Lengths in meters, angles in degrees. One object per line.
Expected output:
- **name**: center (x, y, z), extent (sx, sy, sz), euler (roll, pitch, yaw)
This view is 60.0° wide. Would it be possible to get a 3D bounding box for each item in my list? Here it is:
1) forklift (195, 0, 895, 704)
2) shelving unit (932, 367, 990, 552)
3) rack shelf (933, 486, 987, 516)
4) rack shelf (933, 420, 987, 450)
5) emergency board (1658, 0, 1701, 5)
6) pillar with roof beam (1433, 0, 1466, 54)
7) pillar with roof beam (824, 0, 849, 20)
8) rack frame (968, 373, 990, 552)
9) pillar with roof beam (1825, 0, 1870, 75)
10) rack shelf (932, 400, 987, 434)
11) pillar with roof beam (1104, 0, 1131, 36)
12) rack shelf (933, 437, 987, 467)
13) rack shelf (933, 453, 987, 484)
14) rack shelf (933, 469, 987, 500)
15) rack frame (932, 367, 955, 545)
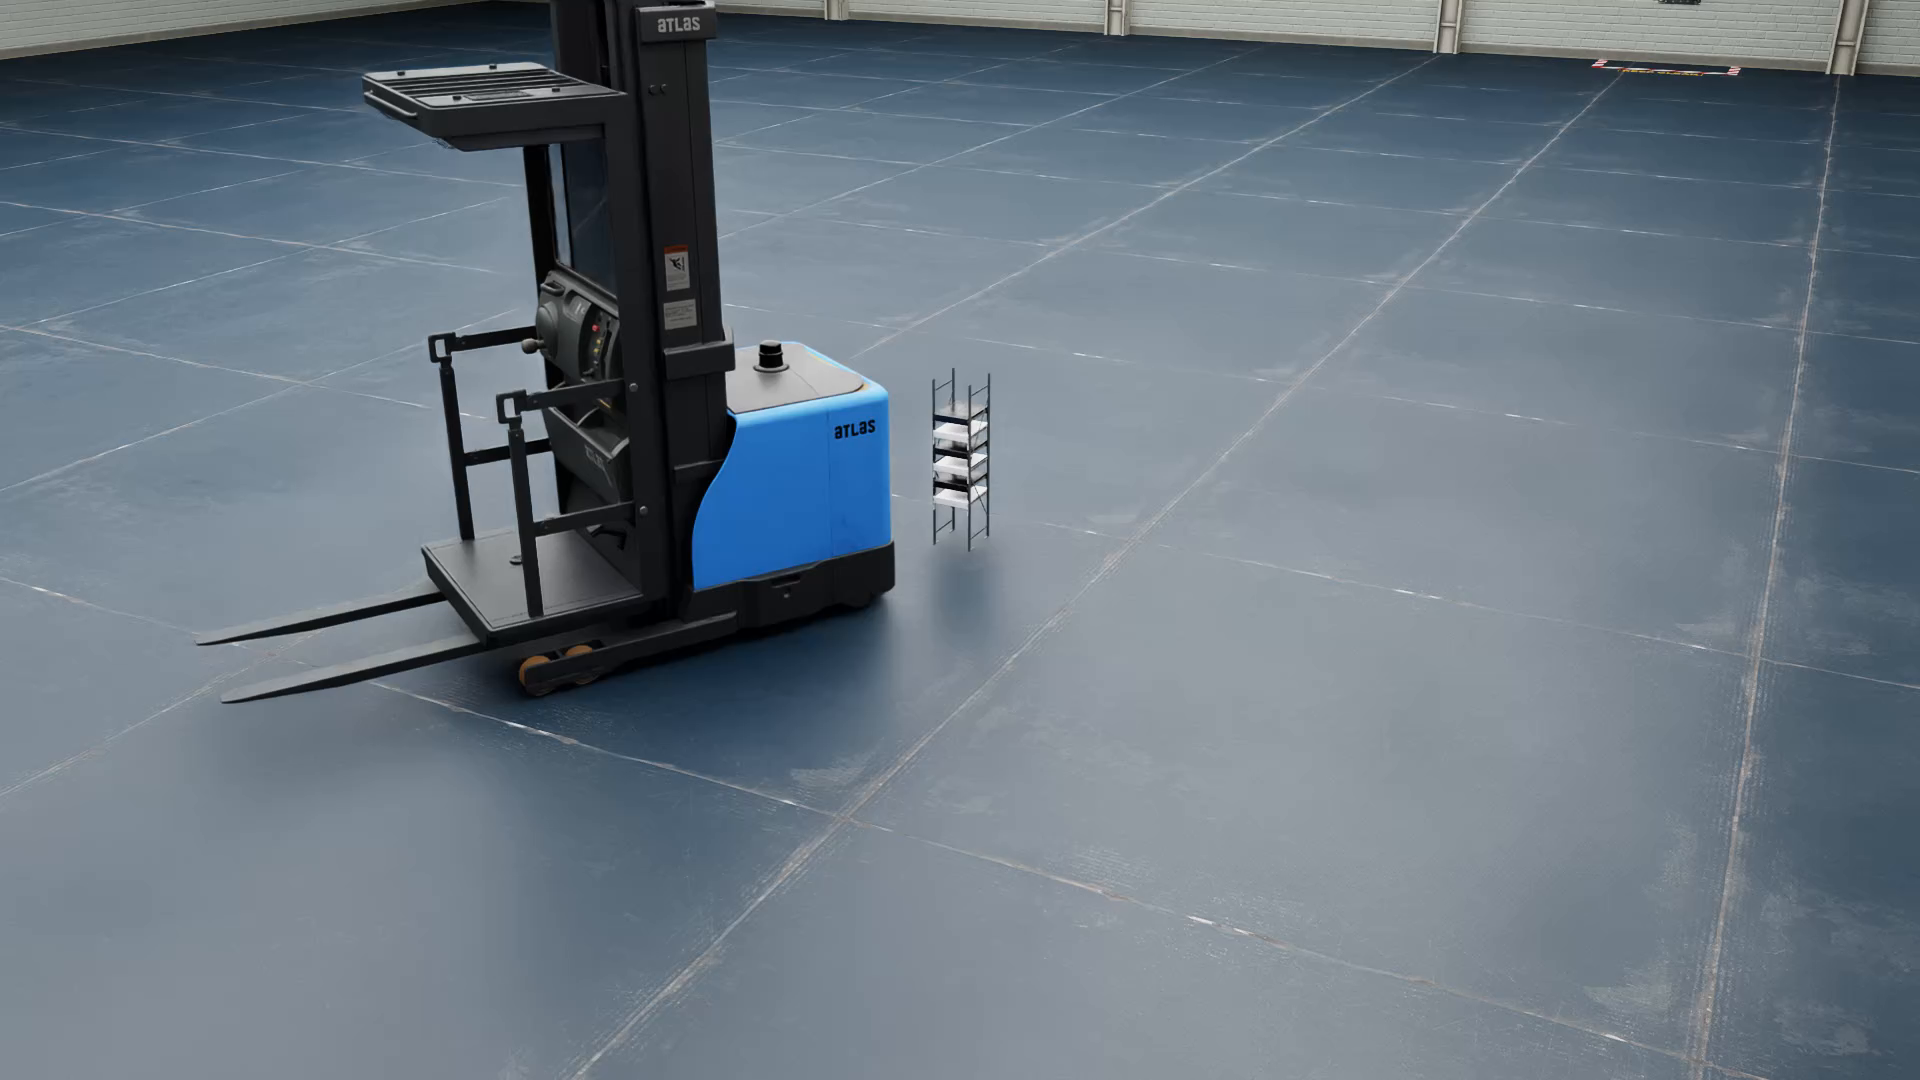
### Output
- **forklift**: center (-1.839, -0.915, 7.157), extent (3.031, 2.935, 1.130), euler (-14, 27, -29)
- **shelving unit**: center (0.007, -0.413, 8.571), extent (0.210, 0.900, 0.258), euler (11, 25, 25)
- **rack shelf**: center (0.007, -0.216, 8.654), extent (0.200, 0.077, 0.258), euler (11, 25, 25)
- **rack shelf**: center (0.007, -0.548, 8.513), extent (0.200, 0.077, 0.258), euler (11, 25, 25)
- **emergency board**: center (11.421, -9.053, 26.205), extent (0.626, 1.169, 0.157), euler (11, 25, 25)
- **pillar with roof beam**: center (6.312, -10.912, 22.910), extent (0.400, 9.000, 9.100), euler (11, 25, 25)
- **pillar with roof beam**: center (-4.398, -13.031, 27.893), extent (0.400, 9.000, 9.100), euler (11, 25, 25)
- **rack frame**: center (0.098, -0.395, 8.528), extent (0.006, 0.900, 0.240), euler (11, 25, 25)
- **pillar with roof beam**: center (11.666, -9.853, 20.419), extent (0.400, 9.000, 9.100), euler (11, 25, 25)
- **rack shelf**: center (0.007, -0.630, 8.478), extent (0.200, 0.077, 0.258), euler (11, 25, 25)
- **pillar with roof beam**: center (0.957, -11.972, 25.402), extent (0.400, 9.000, 9.100), euler (11, 25, 25)
- **rack shelf**: center (0.007, -0.465, 8.548), extent (0.200, 0.077, 0.258), euler (11, 25, 25)
- **rack shelf**: center (0.007, -0.382, 8.584), extent (0.200, 0.077, 0.258), euler (11, 25, 25)
- **rack shelf**: center (0.007, -0.299, 8.619), extent (0.200, 0.077, 0.258), euler (11, 25, 25)
- **rack frame**: center (-0.083, -0.431, 8.613), extent (0.006, 0.900, 0.240), euler (11, 25, 25)
